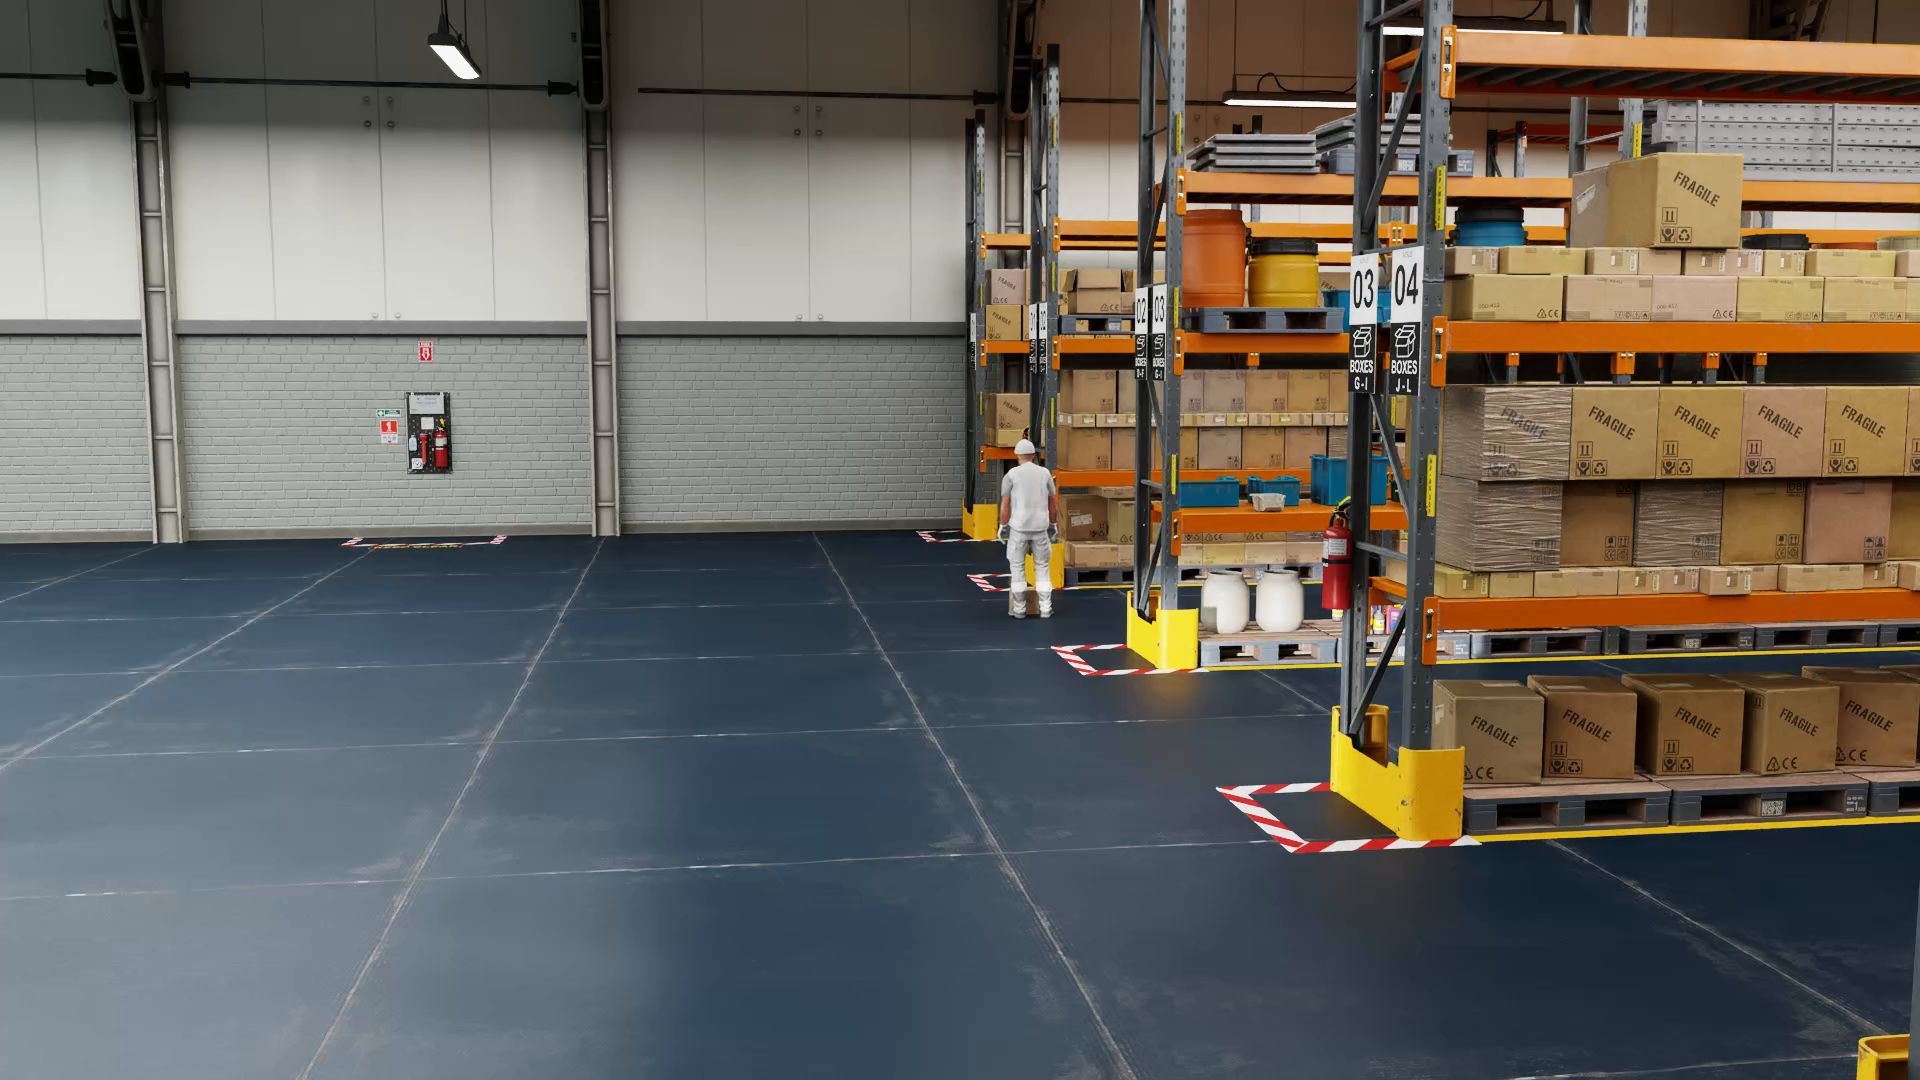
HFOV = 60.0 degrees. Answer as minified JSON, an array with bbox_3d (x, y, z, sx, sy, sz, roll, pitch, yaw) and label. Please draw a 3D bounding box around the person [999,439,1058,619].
[{"bbox_3d":[0.688,-0.114,16.658,0.610,1.779,0.455,-1,6,-9],"label":"person"}]
